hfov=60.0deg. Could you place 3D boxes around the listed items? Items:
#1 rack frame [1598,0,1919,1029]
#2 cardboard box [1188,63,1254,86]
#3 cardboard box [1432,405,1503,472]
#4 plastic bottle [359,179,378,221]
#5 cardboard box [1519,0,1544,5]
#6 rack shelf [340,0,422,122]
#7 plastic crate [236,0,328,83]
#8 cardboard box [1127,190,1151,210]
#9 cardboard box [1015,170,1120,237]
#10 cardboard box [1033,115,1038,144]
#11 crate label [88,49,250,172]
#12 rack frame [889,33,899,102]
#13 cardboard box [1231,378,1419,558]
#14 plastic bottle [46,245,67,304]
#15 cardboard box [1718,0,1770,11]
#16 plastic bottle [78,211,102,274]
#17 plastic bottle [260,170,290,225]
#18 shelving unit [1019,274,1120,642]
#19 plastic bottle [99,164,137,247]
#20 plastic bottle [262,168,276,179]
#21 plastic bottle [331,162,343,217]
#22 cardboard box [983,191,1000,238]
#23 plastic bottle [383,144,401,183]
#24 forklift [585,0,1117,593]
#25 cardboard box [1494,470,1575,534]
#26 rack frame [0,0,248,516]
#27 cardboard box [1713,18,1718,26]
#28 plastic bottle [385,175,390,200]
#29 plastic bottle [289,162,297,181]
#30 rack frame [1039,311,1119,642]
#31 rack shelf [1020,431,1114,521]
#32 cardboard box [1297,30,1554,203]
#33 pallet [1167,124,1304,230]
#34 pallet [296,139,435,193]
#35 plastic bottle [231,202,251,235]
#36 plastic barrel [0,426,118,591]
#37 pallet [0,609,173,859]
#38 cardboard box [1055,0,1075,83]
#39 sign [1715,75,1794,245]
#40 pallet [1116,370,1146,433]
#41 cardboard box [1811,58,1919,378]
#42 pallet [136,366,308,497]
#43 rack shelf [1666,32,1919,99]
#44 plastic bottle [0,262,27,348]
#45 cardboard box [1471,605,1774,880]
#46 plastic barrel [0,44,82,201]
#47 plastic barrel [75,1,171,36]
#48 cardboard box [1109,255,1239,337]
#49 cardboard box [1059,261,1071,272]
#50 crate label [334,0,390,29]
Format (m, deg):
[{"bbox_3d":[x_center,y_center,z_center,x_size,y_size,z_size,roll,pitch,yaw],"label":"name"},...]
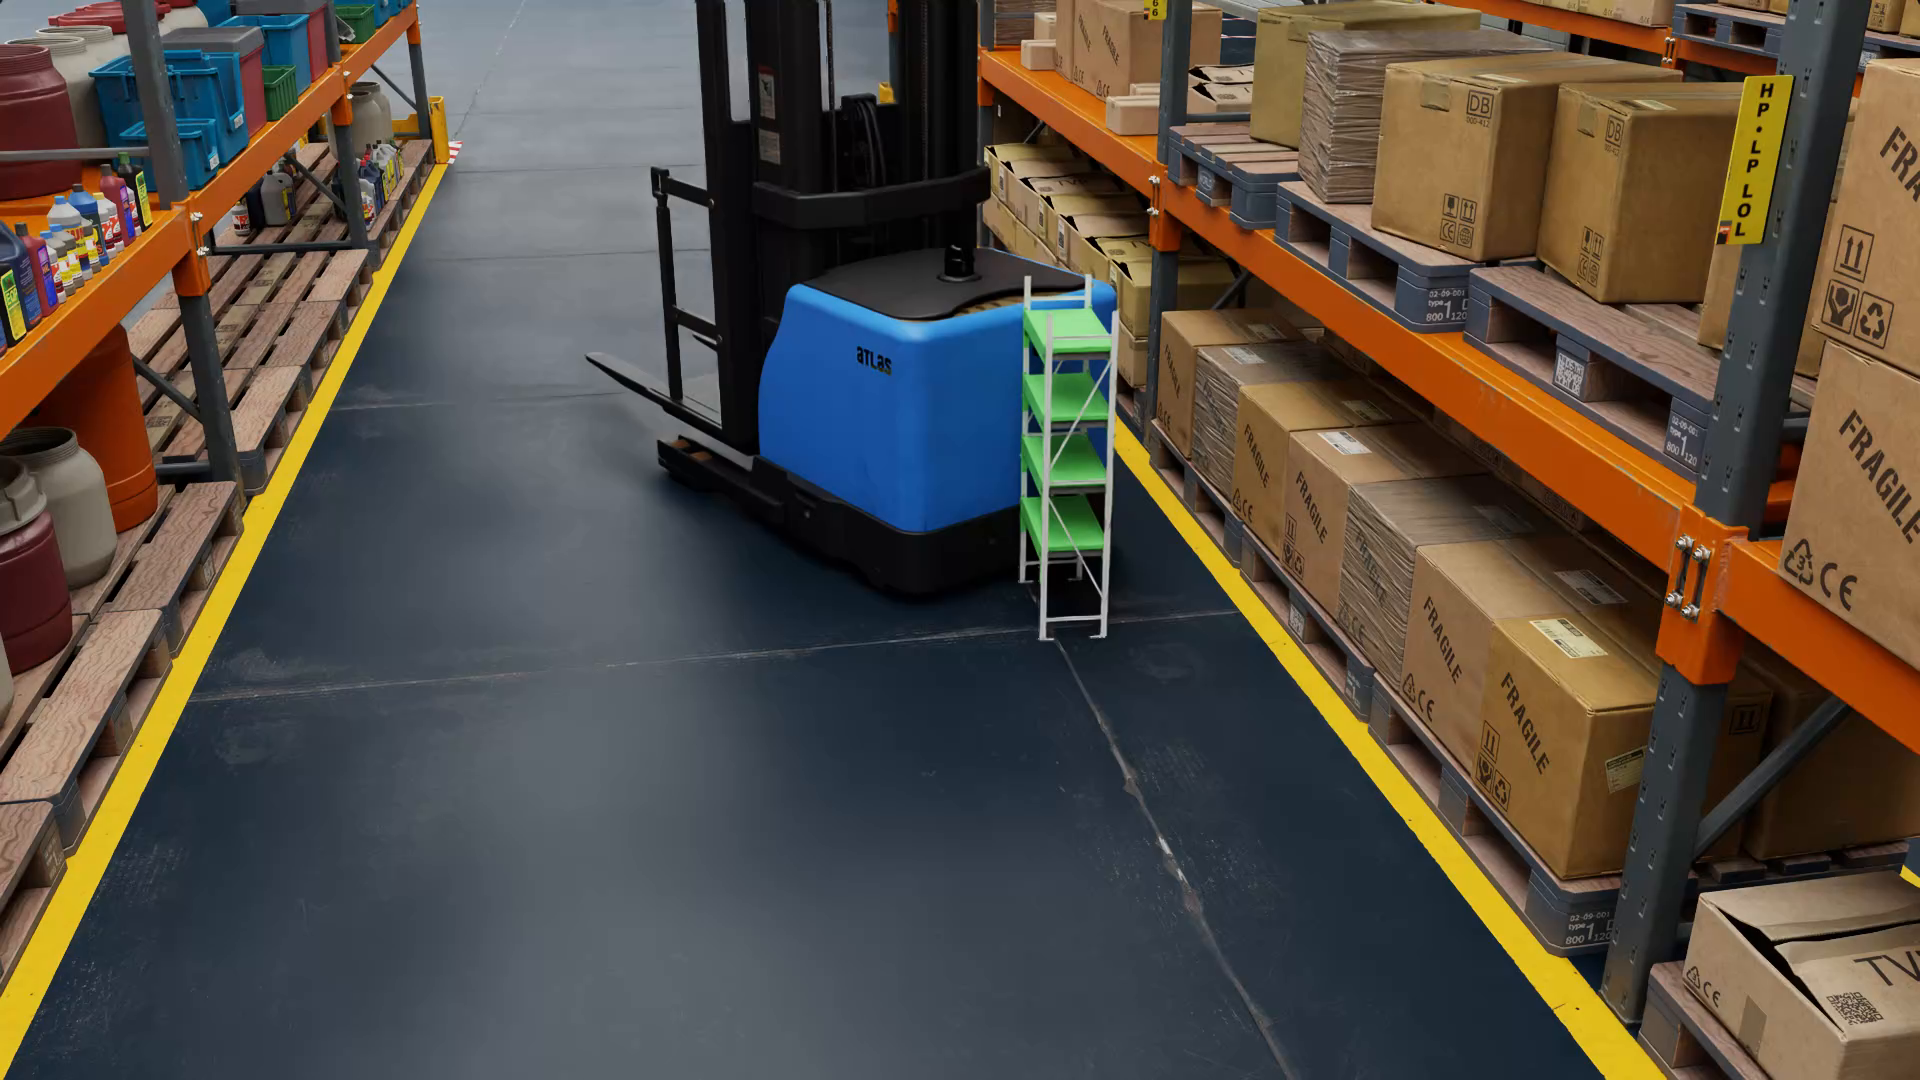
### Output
[{"bbox_3d":[2.095,-0.251,3.577,1.000,3.000,0.127,-4,24,-10],"label":"rack frame"},{"bbox_3d":[1.380,-2.150,8.035,0.500,0.311,0.500,-5,24,-10],"label":"cardboard box"},{"bbox_3d":[1.966,-0.450,5.668,0.500,0.250,0.500,-5,24,-11],"label":"cardboard box"},{"bbox_3d":[-3.968,-2.269,11.050,0.152,0.276,0.135,-3,24,-8],"label":"plastic bottle"},{"bbox_3d":[4.811,-4.461,13.379,0.500,0.250,0.500,-4,24,-9],"label":"cardboard box"},{"bbox_3d":[-4.623,-3.489,11.891,1.077,0.370,4.000,-4,24,-10],"label":"rack shelf"},{"bbox_3d":[-3.863,-2.894,9.549,0.402,0.464,0.583,-4,24,-10],"label":"plastic crate"},{"bbox_3d":[1.254,-1.850,9.449,0.500,0.311,0.500,-5,24,-10],"label":"cardboard box"},{"bbox_3d":[0.631,-2.005,9.804,0.500,0.311,0.500,-5,24,-11],"label":"cardboard box"},{"bbox_3d":[0.737,-3.075,12.017,0.500,0.500,0.500,-4,24,-10],"label":"cardboard box"},{"bbox_3d":[-3.432,-1.886,7.277,0.502,0.435,0.616,-4,24,-10],"label":"crate label"},{"bbox_3d":[-0.124,-4.971,14.384,1.000,3.000,0.127,-4,24,-10],"label":"rack frame"},{"bbox_3d":[1.348,-0.277,6.210,0.500,0.500,0.500,-5,24,-10],"label":"cardboard box"},{"bbox_3d":[-2.848,-0.835,5.162,0.097,0.201,0.097,0,24,0],"label":"plastic bottle"},{"bbox_3d":[5.543,-3.810,11.052,0.700,0.500,0.500,-4,24,-10],"label":"cardboard box"},{"bbox_3d":[-2.920,-0.988,5.513,0.097,0.201,0.097,0,24,0],"label":"plastic bottle"},{"bbox_3d":[-4.514,-2.263,10.943,0.144,0.351,0.185,-4,24,-10],"label":"plastic bottle"},{"bbox_3d":[0.376,-0.293,5.921,0.258,1.200,0.503,-3,24,-6],"label":"shelving unit"},{"bbox_3d":[-2.977,-1.187,5.867,0.061,0.283,0.133,-4,24,-10],"label":"plastic bottle"},{"bbox_3d":[-4.751,-2.455,11.383,0.144,0.351,0.185,-4,24,-10],"label":"plastic bottle"},{"bbox_3d":[-4.137,-2.358,11.161,0.144,0.351,0.185,-4,24,-10],"label":"plastic bottle"},{"bbox_3d":[0.446,-2.153,10.843,0.500,0.250,0.500,-5,24,-11],"label":"cardboard box"},{"bbox_3d":[-4.203,-2.768,12.194,0.152,0.276,0.135,-4,24,-9],"label":"plastic bottle"},{"bbox_3d":[-0.686,-1.670,6.912,1.130,2.935,3.031,-17,29,-34],"label":"forklift"},{"bbox_3d":[2.050,0.079,5.396,0.500,0.500,0.500,-4,24,-9],"label":"cardboard box"},{"bbox_3d":[-3.514,-1.459,6.343,1.000,3.000,0.127,-4,24,-10],"label":"rack frame"},{"bbox_3d":[5.607,-3.907,12.110,0.500,0.250,0.500,-4,24,-9],"label":"cardboard box"},{"bbox_3d":[-4.059,-2.487,11.644,0.097,0.201,0.097,0,24,0],"label":"plastic bottle"},{"bbox_3d":[-4.945,-2.748,12.241,0.097,0.201,0.097,0,24,0],"label":"plastic bottle"},{"bbox_3d":[0.404,-0.195,5.698,0.240,1.200,0.015,-3,24,-6],"label":"rack frame"},{"bbox_3d":[0.376,-0.234,5.946,0.258,0.148,0.480,-3,24,-6],"label":"rack shelf"},{"bbox_3d":[1.564,-1.449,5.671,0.700,0.500,0.500,0,24,0],"label":"cardboard box"},{"bbox_3d":[1.549,-1.475,6.619,1.213,0.211,1.003,-4,24,-10],"label":"pallet"},{"bbox_3d":[-4.788,-2.982,13.313,1.003,0.211,1.213,-4,24,-10],"label":"pallet"},{"bbox_3d":[-4.627,-2.071,10.692,0.097,0.201,0.097,0,24,0],"label":"plastic bottle"},{"bbox_3d":[-3.214,-0.105,5.826,0.421,0.512,0.421,0,24,0],"label":"plastic barrel"},{"bbox_3d":[-3.105,0.605,5.102,1.003,0.211,1.213,-4,24,-10],"label":"pallet"},{"bbox_3d":[0.839,-2.933,9.593,0.500,0.500,0.500,-3,24,-6],"label":"cardboard box"},{"bbox_3d":[1.550,-0.739,3.248,0.100,0.325,0.005,-4,24,-10],"label":"sign"},{"bbox_3d":[1.241,-0.873,8.485,1.003,0.211,1.213,-4,24,-10],"label":"pallet"},{"bbox_3d":[1.905,-0.549,2.885,0.500,0.500,0.500,-4,24,-8],"label":"cardboard box"},{"bbox_3d":[-3.619,-0.489,7.606,1.003,0.211,1.213,-4,24,-10],"label":"pallet"},{"bbox_3d":[5.853,-2.649,9.967,1.077,0.370,4.000,-4,24,-10],"label":"rack shelf"},{"bbox_3d":[-2.749,-0.703,4.758,0.061,0.283,0.133,-4,24,-10],"label":"plastic bottle"},{"bbox_3d":[1.722,0.520,4.385,0.500,0.500,0.500,-4,24,-10],"label":"cardboard box"},{"bbox_3d":[-3.897,-1.682,6.682,0.600,0.536,0.708,-4,24,-10],"label":"plastic barrel"},{"bbox_3d":[-4.156,-2.414,8.359,0.433,0.535,0.433,0,24,0],"label":"plastic barrel"},{"bbox_3d":[1.016,-1.201,7.963,0.500,0.311,0.500,-4,24,-8],"label":"cardboard box"},{"bbox_3d":[0.829,-1.346,8.995,0.500,0.250,0.500,-4,24,-9],"label":"cardboard box"},{"bbox_3d":[-4.387,-3.918,11.929,0.502,0.435,0.616,-4,24,-10],"label":"crate label"}]
